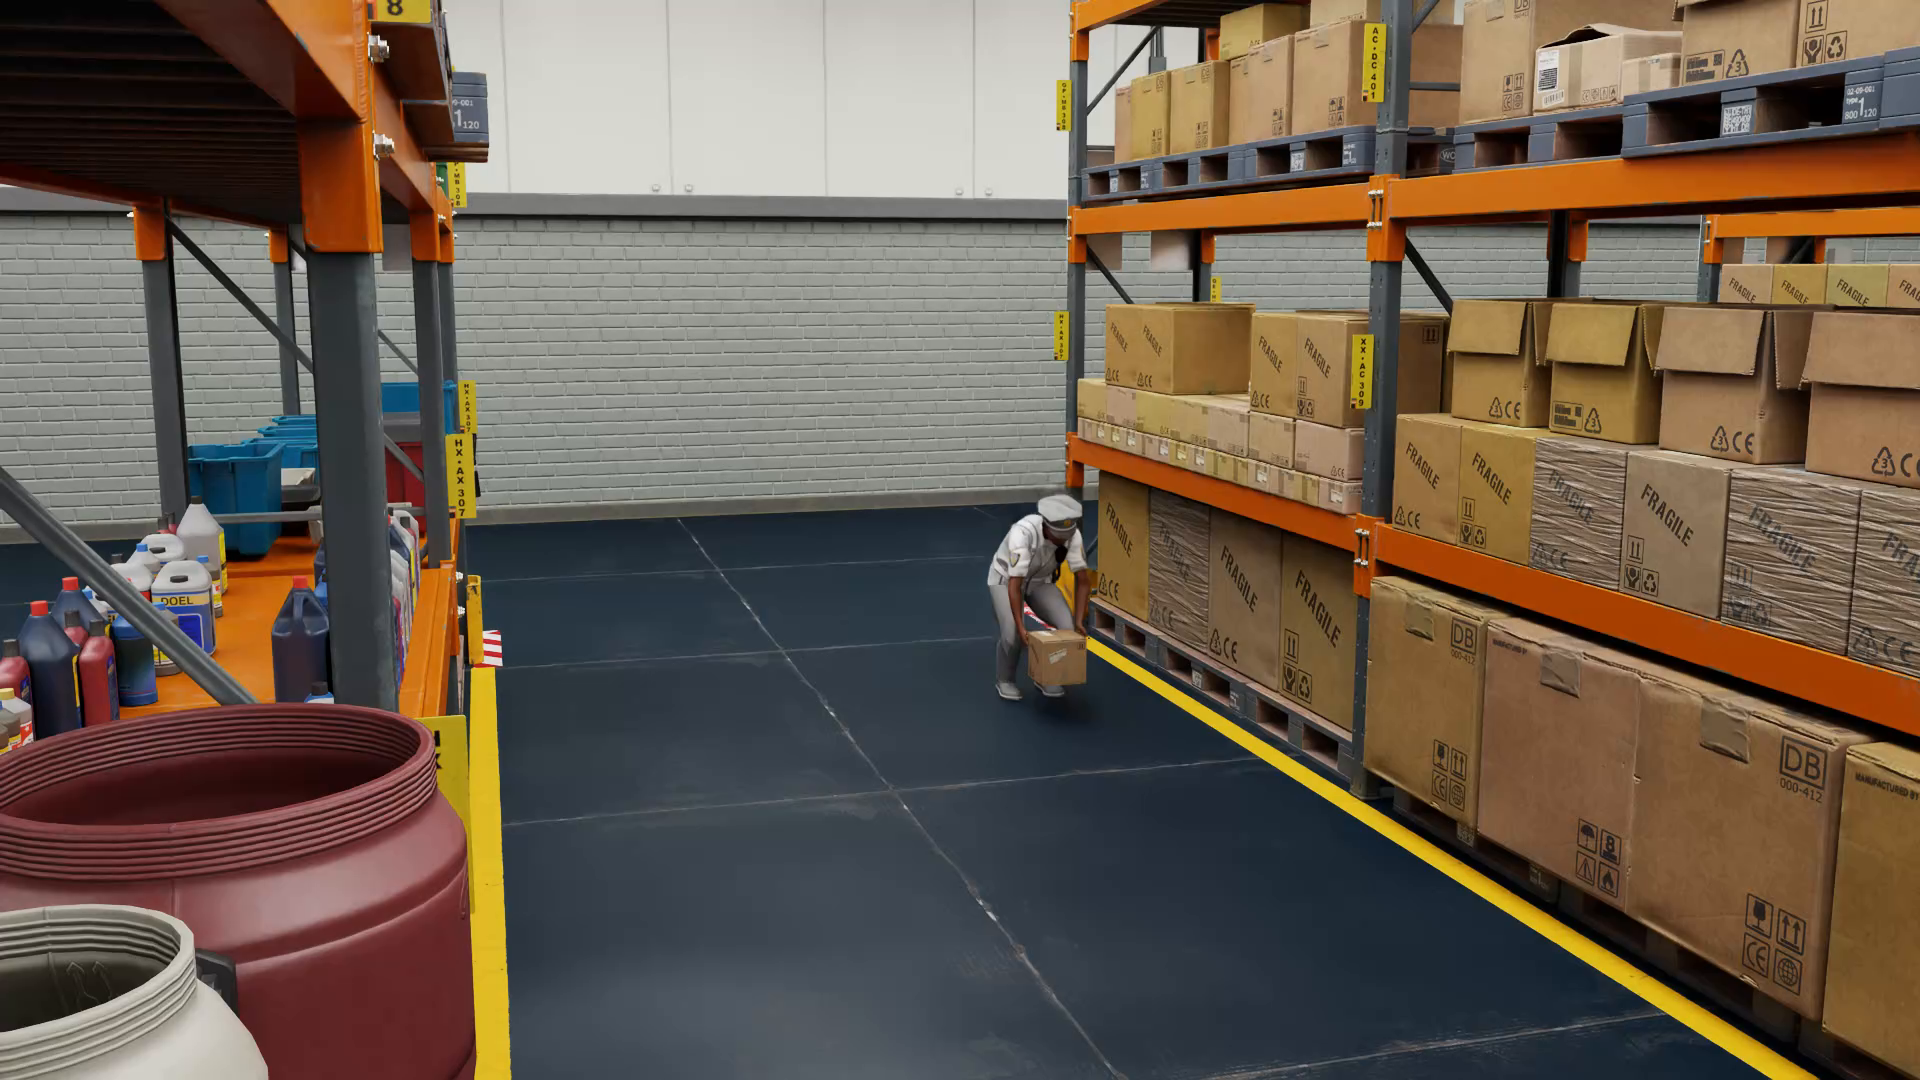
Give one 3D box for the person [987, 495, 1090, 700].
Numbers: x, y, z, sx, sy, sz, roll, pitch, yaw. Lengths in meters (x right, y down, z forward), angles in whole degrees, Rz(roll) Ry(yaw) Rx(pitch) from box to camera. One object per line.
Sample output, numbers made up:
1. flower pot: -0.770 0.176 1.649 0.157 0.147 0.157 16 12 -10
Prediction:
1. person: 0.457 0.315 9.425 0.500 1.195 0.797 -3 10 -16
